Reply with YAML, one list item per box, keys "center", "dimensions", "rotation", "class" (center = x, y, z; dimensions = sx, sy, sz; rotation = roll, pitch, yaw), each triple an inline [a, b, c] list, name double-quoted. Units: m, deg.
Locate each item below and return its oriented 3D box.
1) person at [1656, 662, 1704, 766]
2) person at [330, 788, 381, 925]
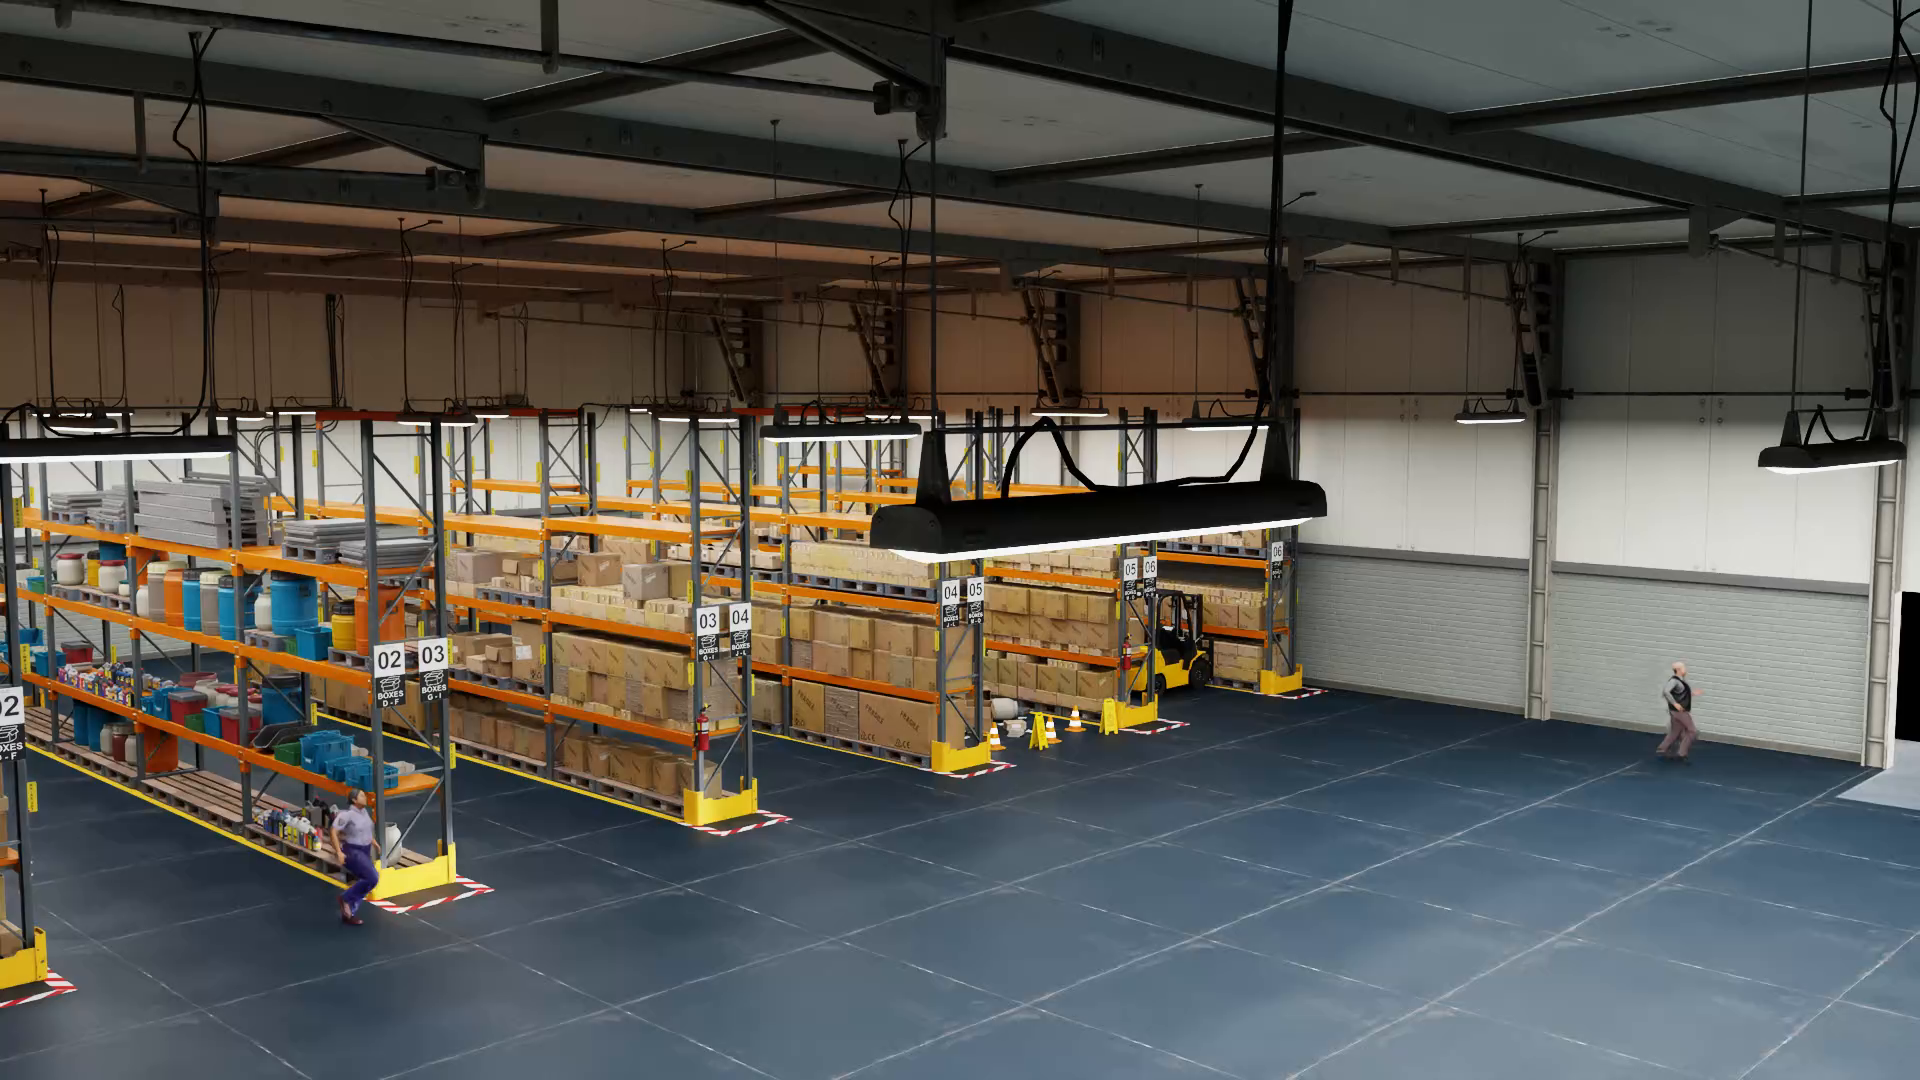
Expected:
- center: [12.289, 2.970, 28.374]
  dimensions: [0.715, 1.771, 0.637]
  rotation: [2, 5, 22]
  class: "person"
- center: [-7.178, 3.778, 19.962]
  dimensions: [0.539, 1.576, 0.637]
  rotation: [1, 5, 6]
  class: "person"
